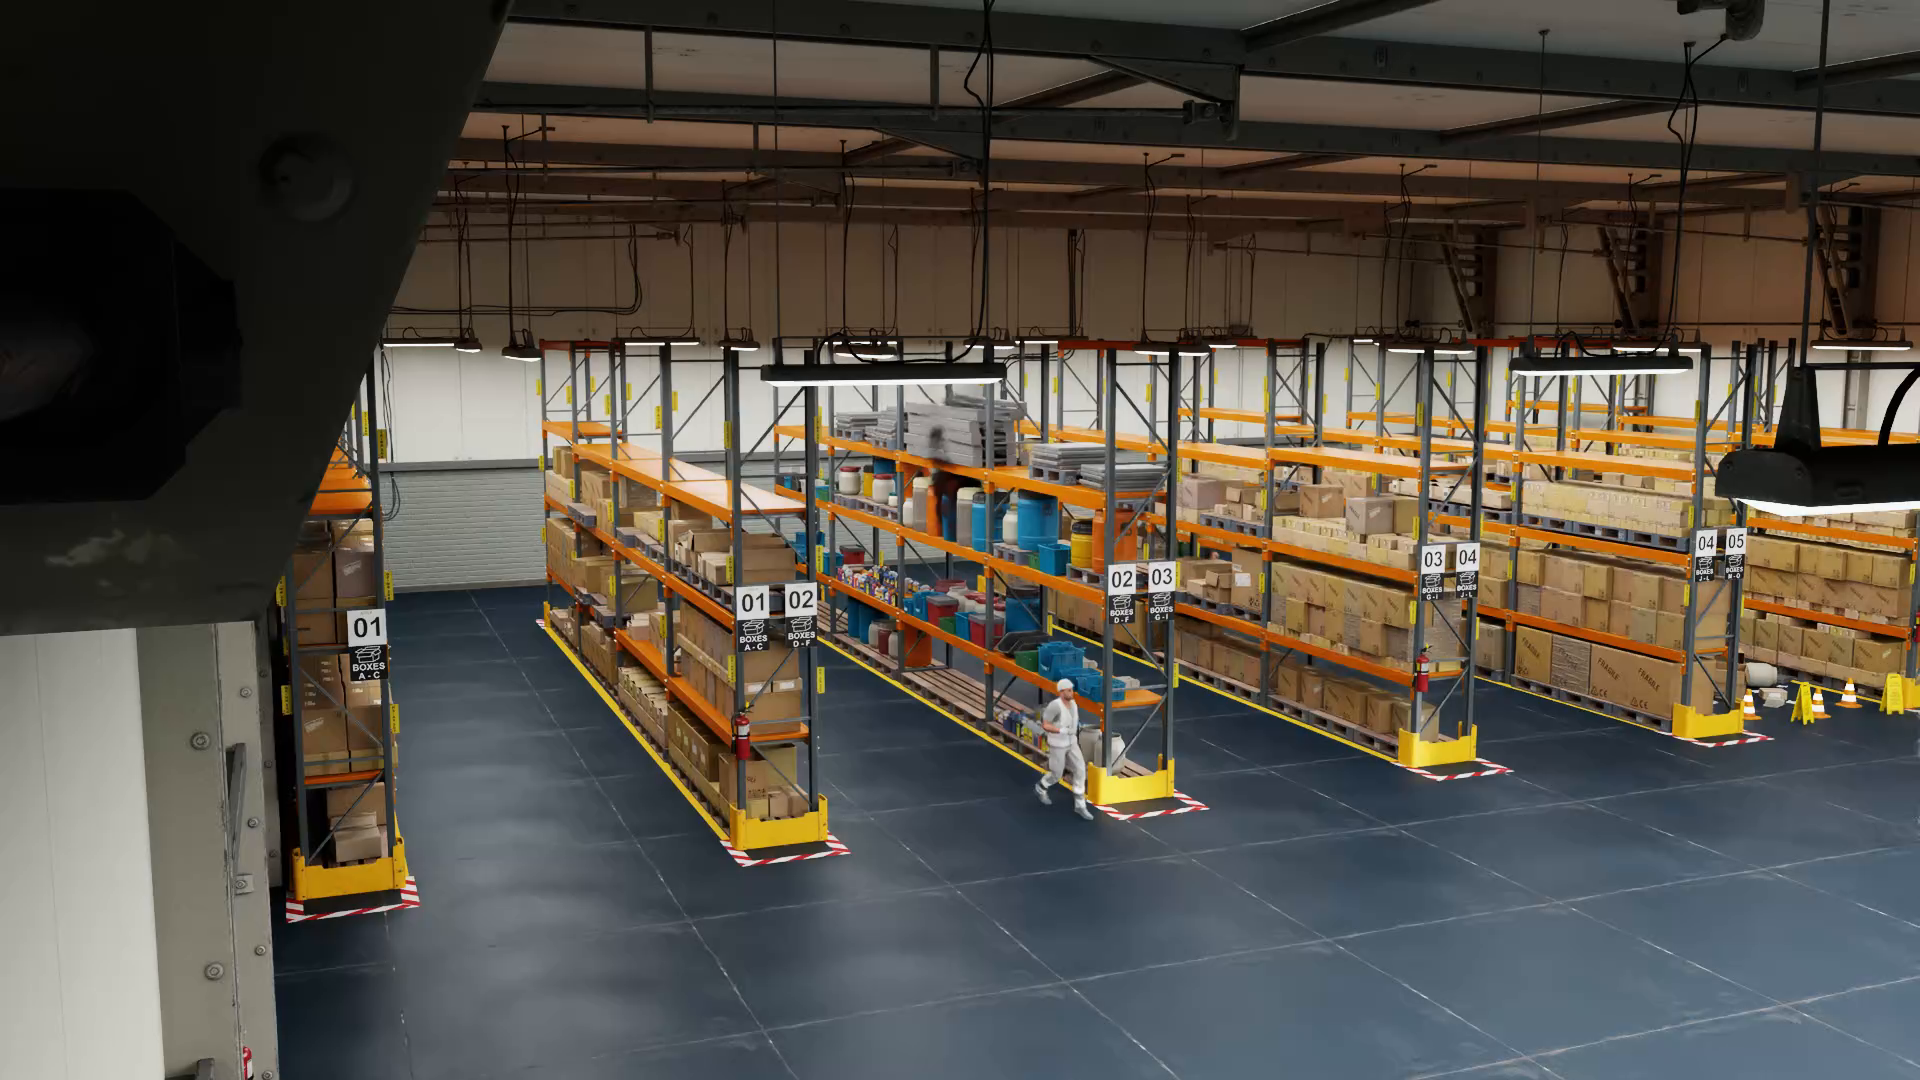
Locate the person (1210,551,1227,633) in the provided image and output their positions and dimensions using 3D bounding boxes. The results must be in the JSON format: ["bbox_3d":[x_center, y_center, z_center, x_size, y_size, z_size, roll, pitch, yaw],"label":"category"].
[{"bbox_3d":[5.130,1.097,33.641,0.648,1.775,0.851,-4,8,-28],"label":"person"}]

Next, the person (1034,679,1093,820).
[{"bbox_3d":[1.314,2.663,21.472,0.691,1.795,0.954,-6,10,-41],"label":"person"}]

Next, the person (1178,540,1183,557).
[{"bbox_3d":[5.354,0.067,41.327,0.756,1.826,0.667,-4,8,-26],"label":"person"}]

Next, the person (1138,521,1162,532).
[{"bbox_3d":[4.618,0.148,41.191,0.716,1.667,0.584,4,9,31],"label":"person"}]
